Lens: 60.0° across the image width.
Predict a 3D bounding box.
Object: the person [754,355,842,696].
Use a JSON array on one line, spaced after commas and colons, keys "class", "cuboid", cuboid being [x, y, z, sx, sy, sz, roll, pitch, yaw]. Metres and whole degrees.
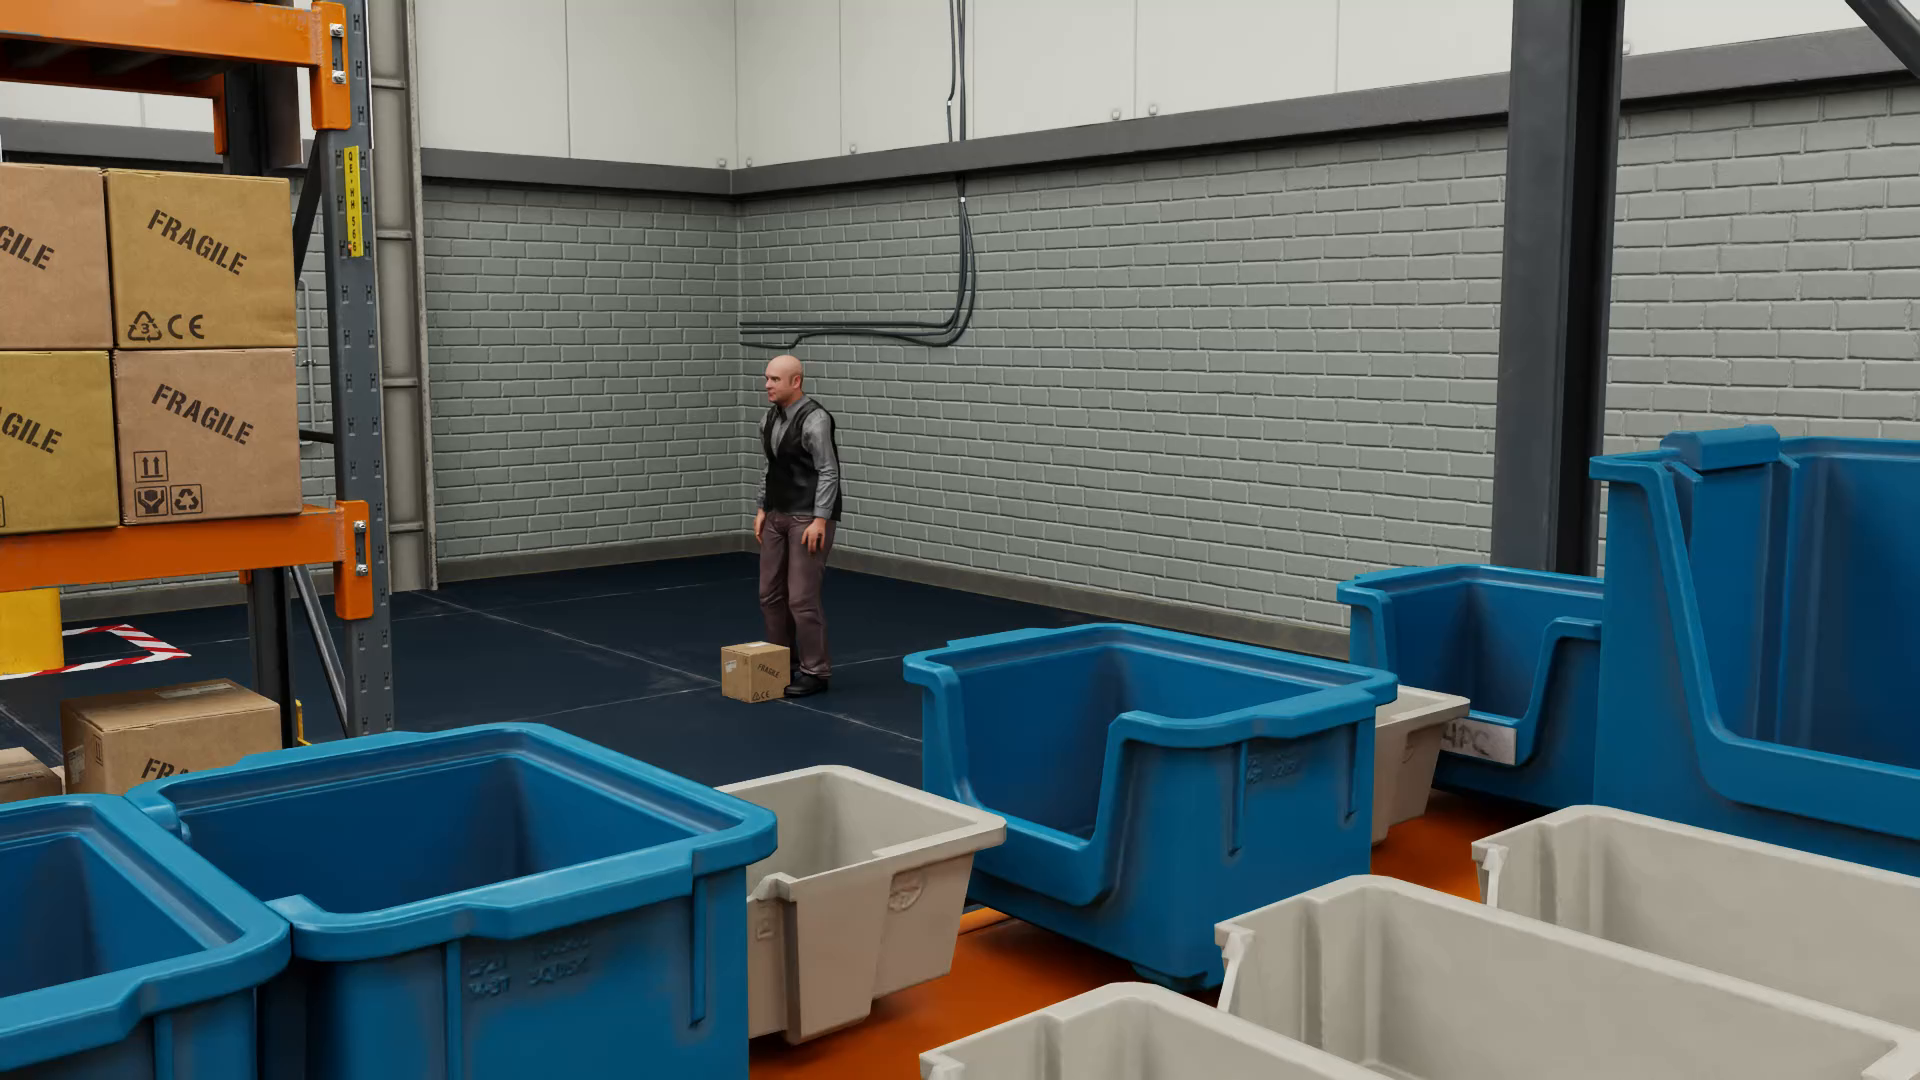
[{"class": "person", "cuboid": [-0.834, -0.086, 8.536, 0.420, 1.721, 0.580, -6, 10, -41]}]
